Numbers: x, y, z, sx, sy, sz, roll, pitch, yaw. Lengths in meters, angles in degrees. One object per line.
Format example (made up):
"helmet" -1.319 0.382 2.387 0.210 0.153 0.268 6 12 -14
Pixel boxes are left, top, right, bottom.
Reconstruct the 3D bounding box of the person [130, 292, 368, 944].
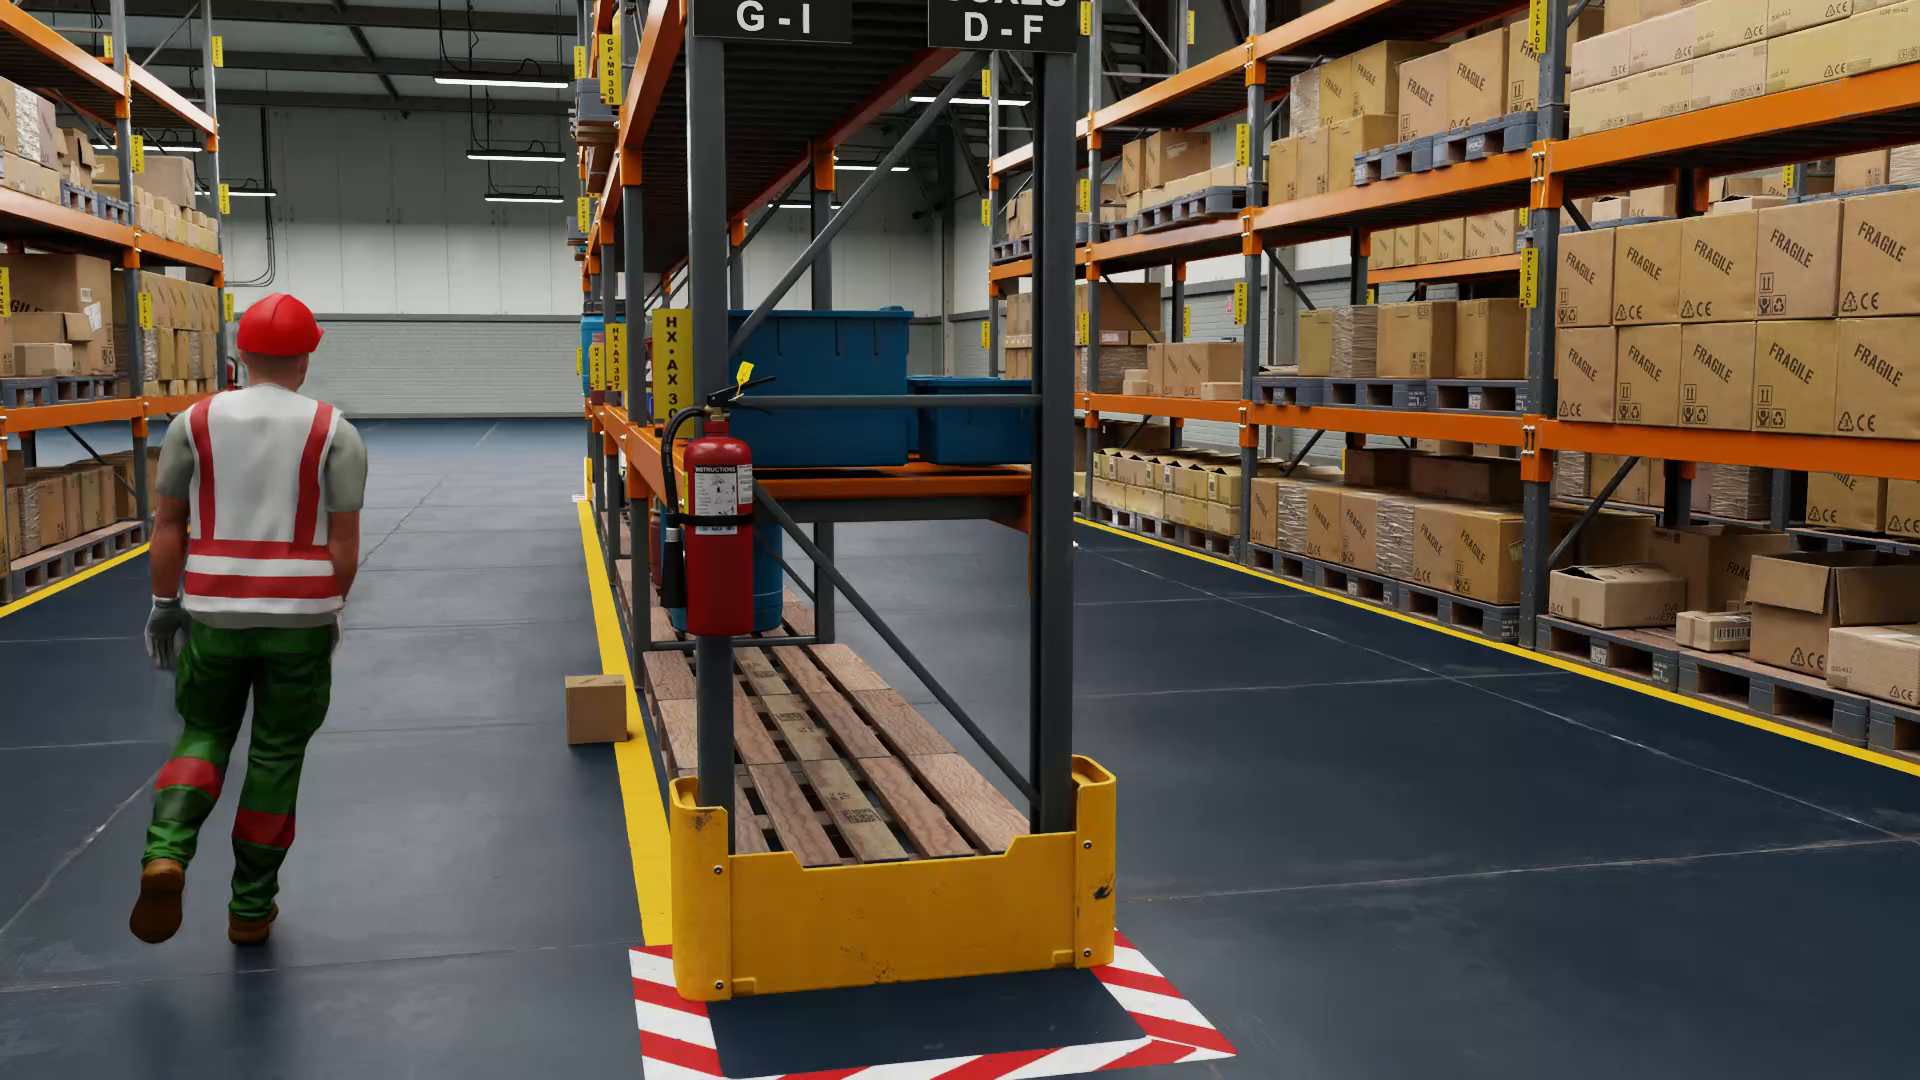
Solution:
"person" -1.935 0.218 4.553 0.624 1.778 0.498 -1 6 -10
